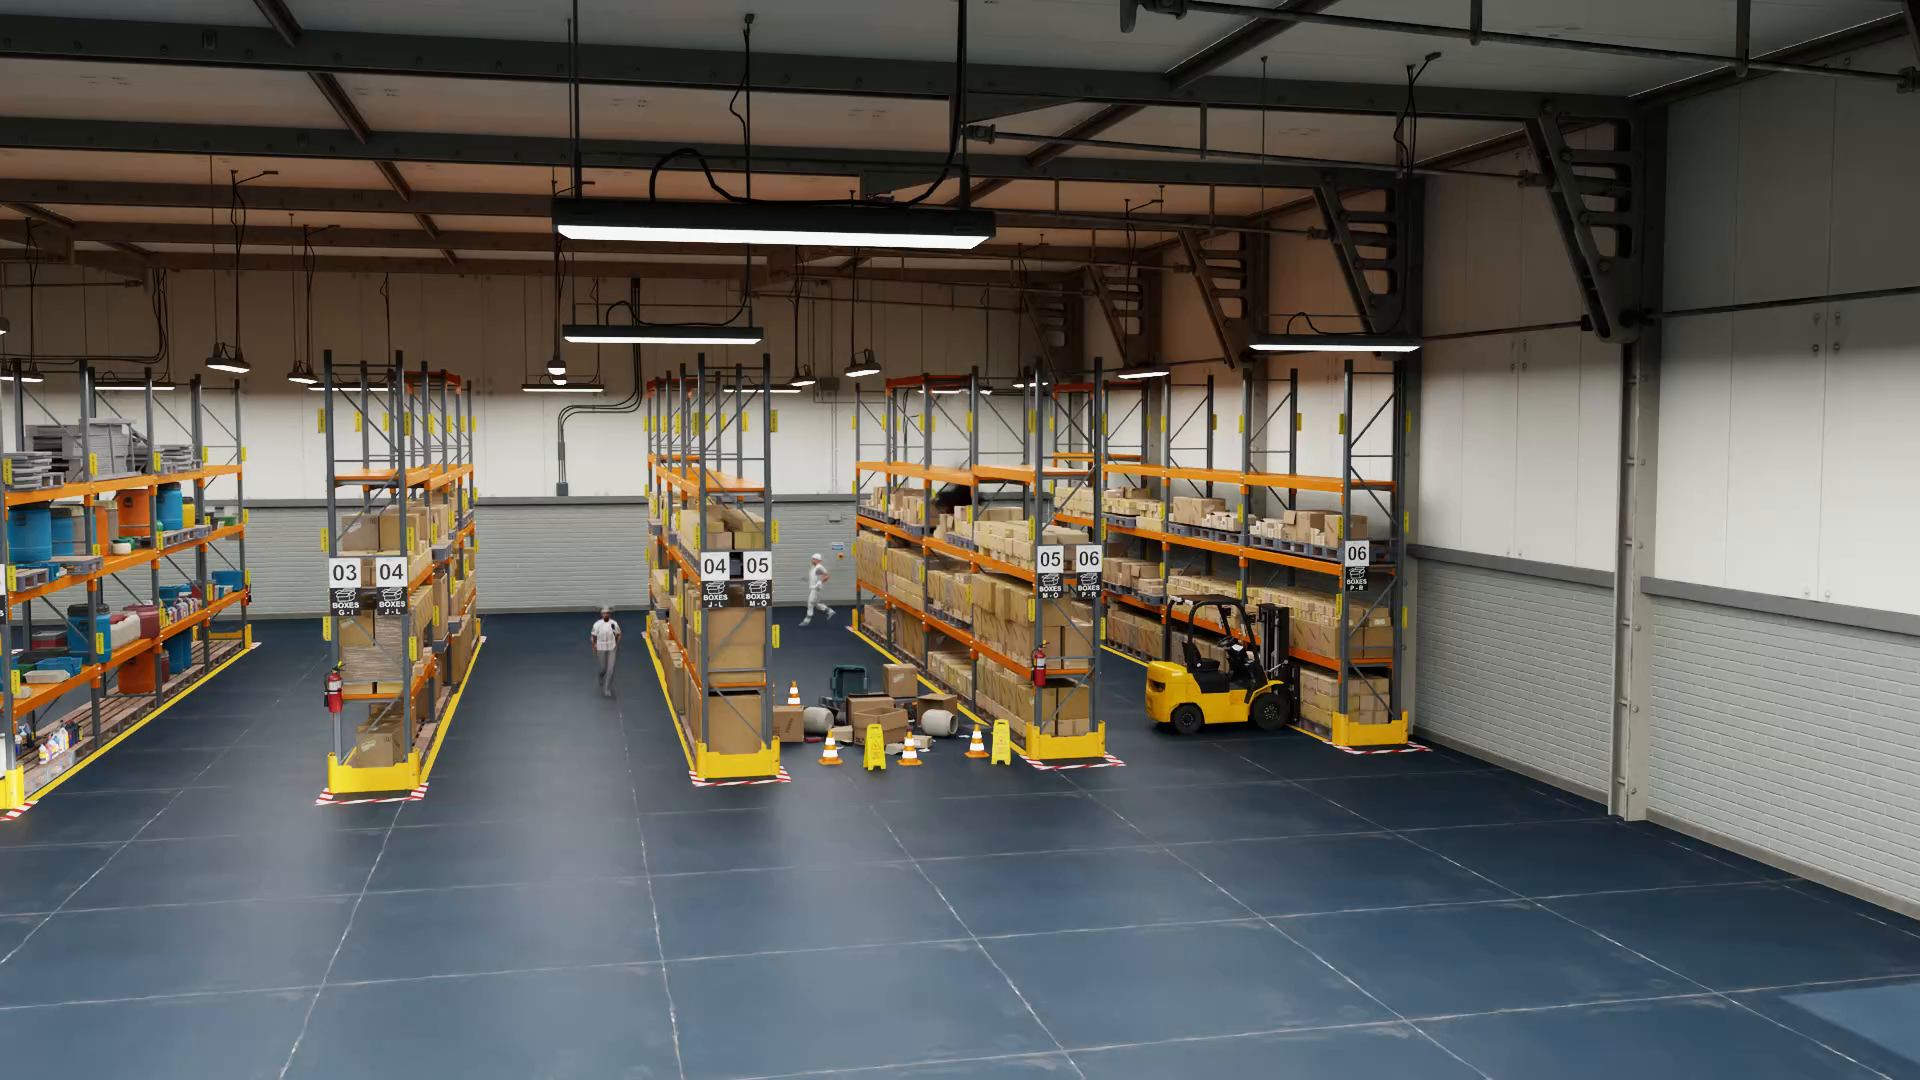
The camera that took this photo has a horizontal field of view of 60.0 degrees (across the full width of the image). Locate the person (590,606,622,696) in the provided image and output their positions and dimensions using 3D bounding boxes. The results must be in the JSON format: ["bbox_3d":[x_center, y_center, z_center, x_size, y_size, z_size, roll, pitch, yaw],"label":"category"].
[{"bbox_3d":[-6.574,2.037,30.925,0.582,1.665,0.578,-1,4,-19],"label":"person"}]

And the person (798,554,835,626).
[{"bbox_3d":[-3.556,1.228,41.200,0.979,1.781,0.656,-1,4,-19],"label":"person"}]
